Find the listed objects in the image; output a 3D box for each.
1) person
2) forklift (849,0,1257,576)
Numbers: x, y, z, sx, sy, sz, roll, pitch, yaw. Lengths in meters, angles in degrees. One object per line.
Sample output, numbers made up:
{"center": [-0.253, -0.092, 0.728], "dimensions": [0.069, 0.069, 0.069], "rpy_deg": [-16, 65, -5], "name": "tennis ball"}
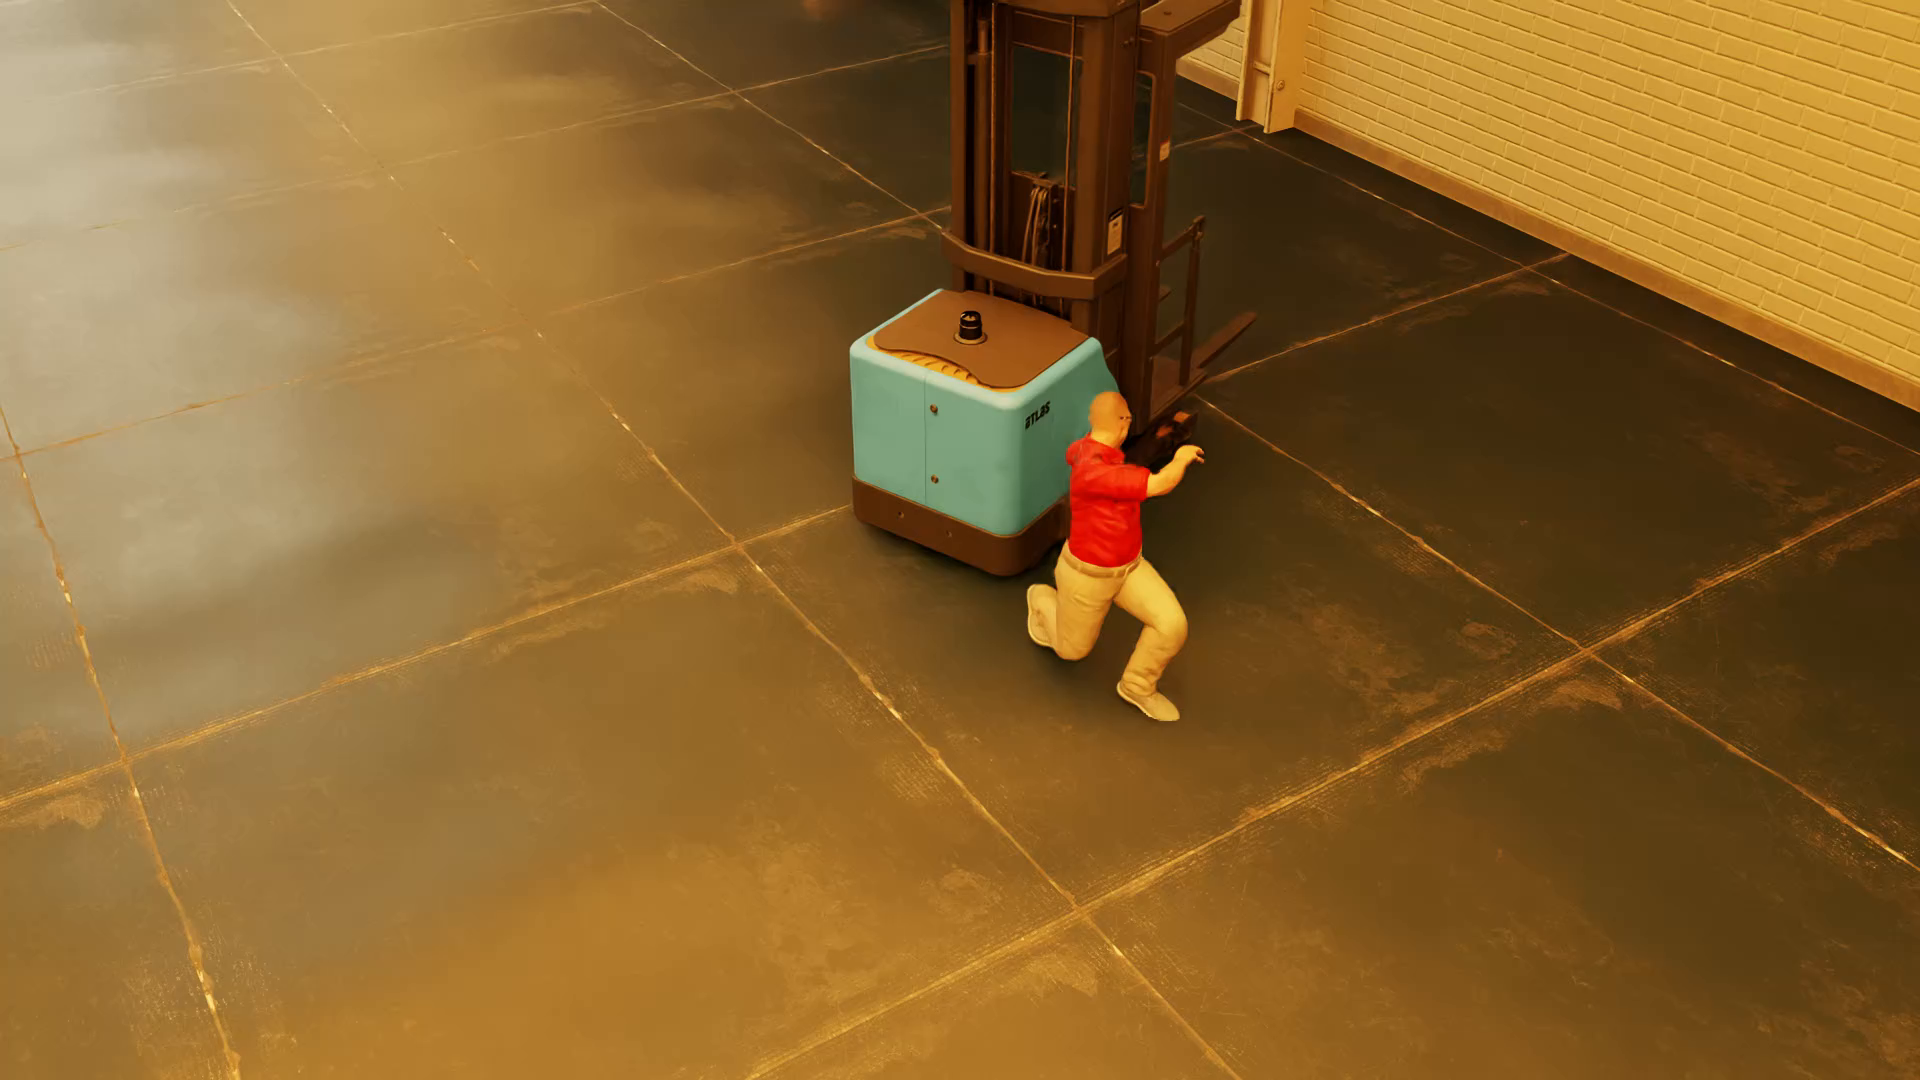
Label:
{"center": [0.735, -0.015, 7.499], "dimensions": [0.975, 1.483, 0.812], "rpy_deg": [27, 43, 33], "name": "person"}
{"center": [0.697, -1.819, 8.736], "dimensions": [1.130, 2.935, 3.031], "rpy_deg": [22, 41, 28], "name": "forklift"}
